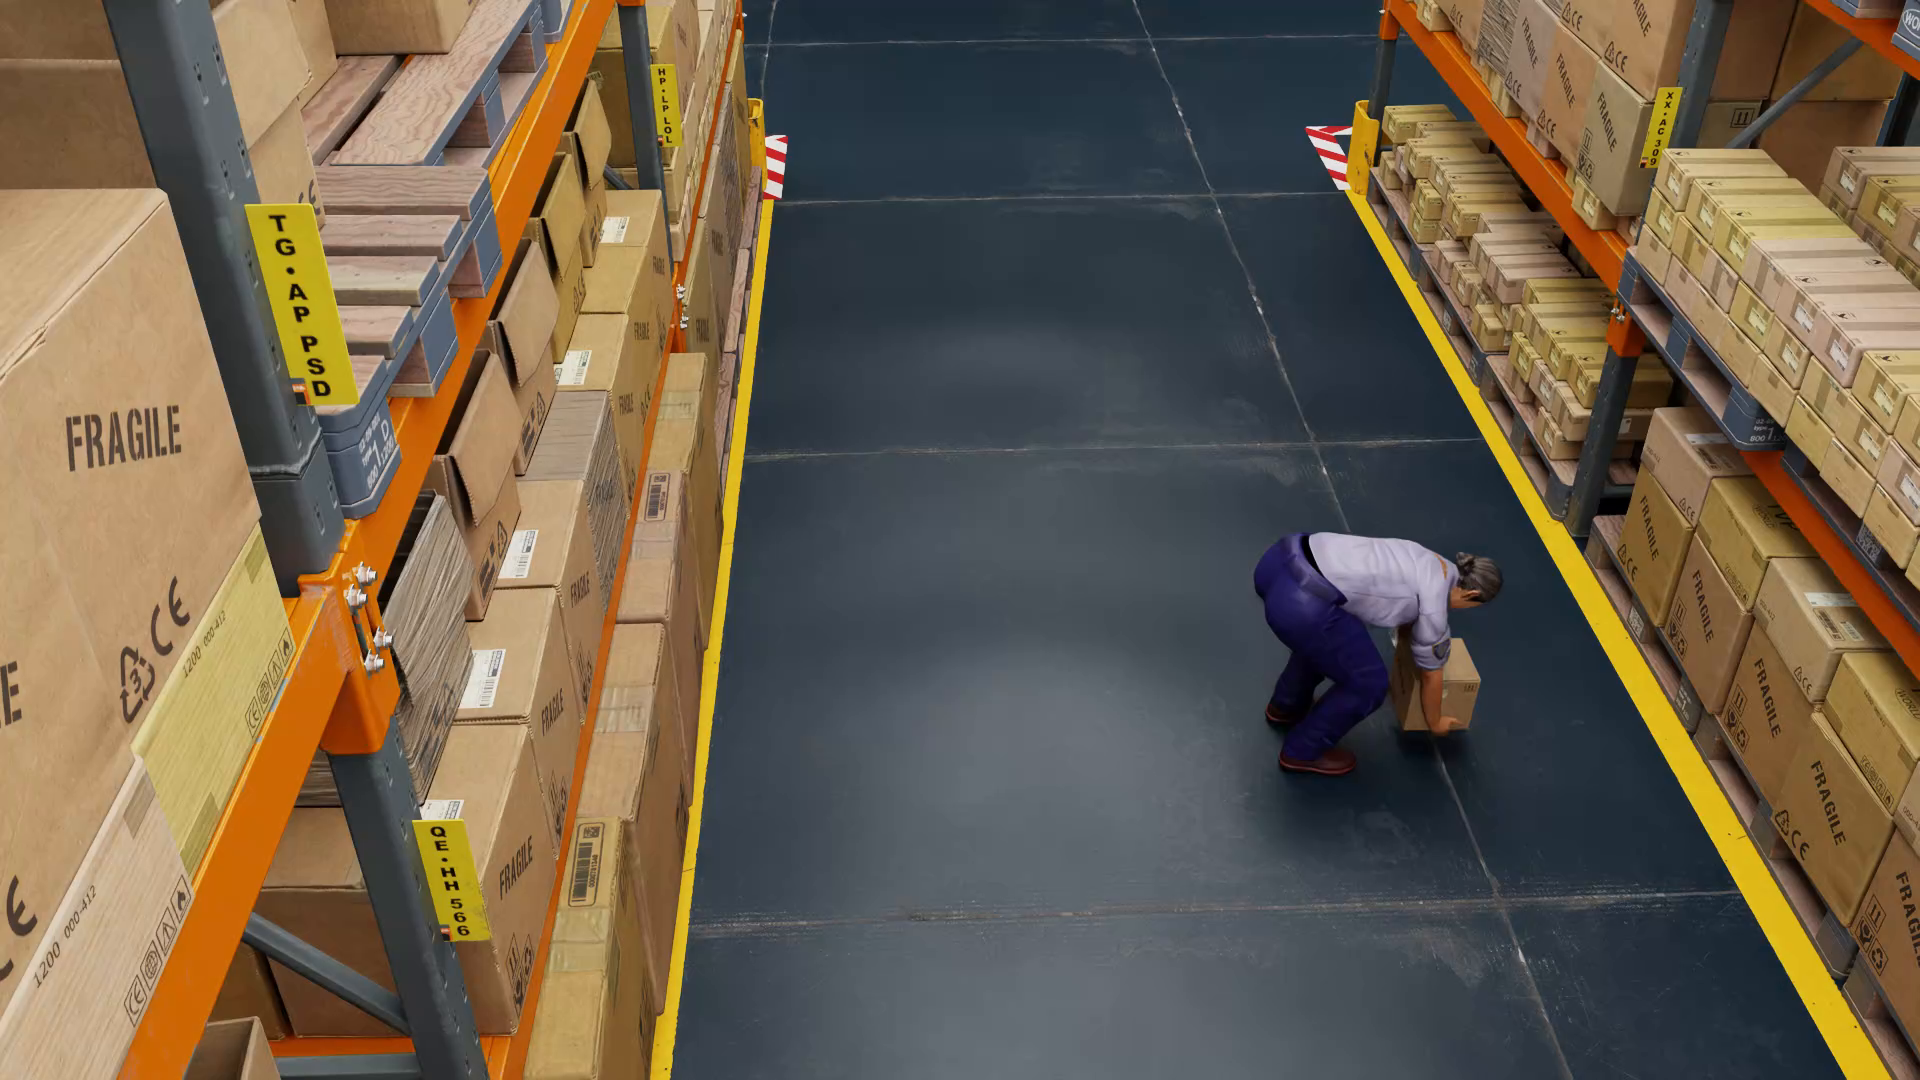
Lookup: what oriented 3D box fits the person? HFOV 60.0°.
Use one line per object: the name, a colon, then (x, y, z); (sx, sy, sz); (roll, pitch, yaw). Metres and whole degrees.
person: (1.534, 0.391, 6.219); (0.907, 0.945, 0.503); (-3, 36, -4)
